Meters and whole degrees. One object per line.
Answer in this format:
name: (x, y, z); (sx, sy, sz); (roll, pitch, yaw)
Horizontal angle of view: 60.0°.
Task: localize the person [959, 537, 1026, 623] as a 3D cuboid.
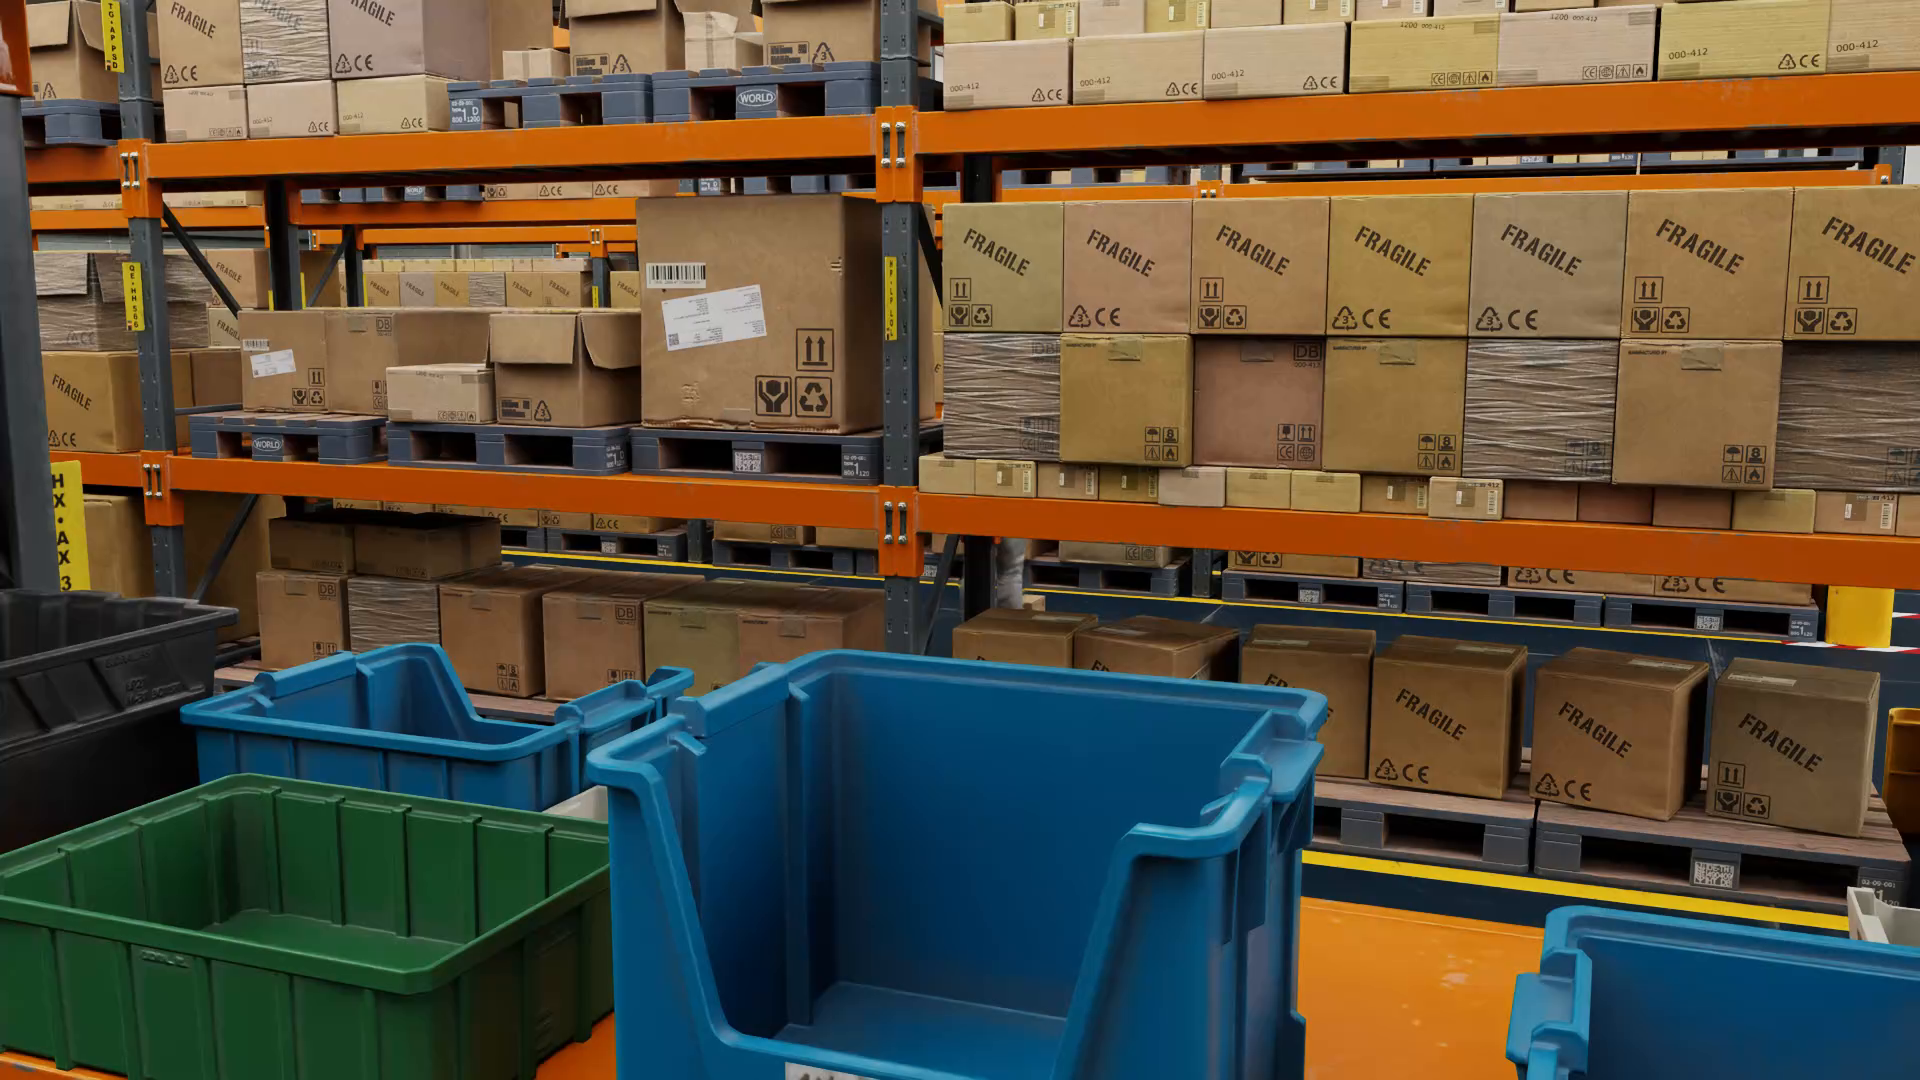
person: (0.176, -0.202, 9.629); (0.566, 1.781, 0.385); (4, 9, 22)
